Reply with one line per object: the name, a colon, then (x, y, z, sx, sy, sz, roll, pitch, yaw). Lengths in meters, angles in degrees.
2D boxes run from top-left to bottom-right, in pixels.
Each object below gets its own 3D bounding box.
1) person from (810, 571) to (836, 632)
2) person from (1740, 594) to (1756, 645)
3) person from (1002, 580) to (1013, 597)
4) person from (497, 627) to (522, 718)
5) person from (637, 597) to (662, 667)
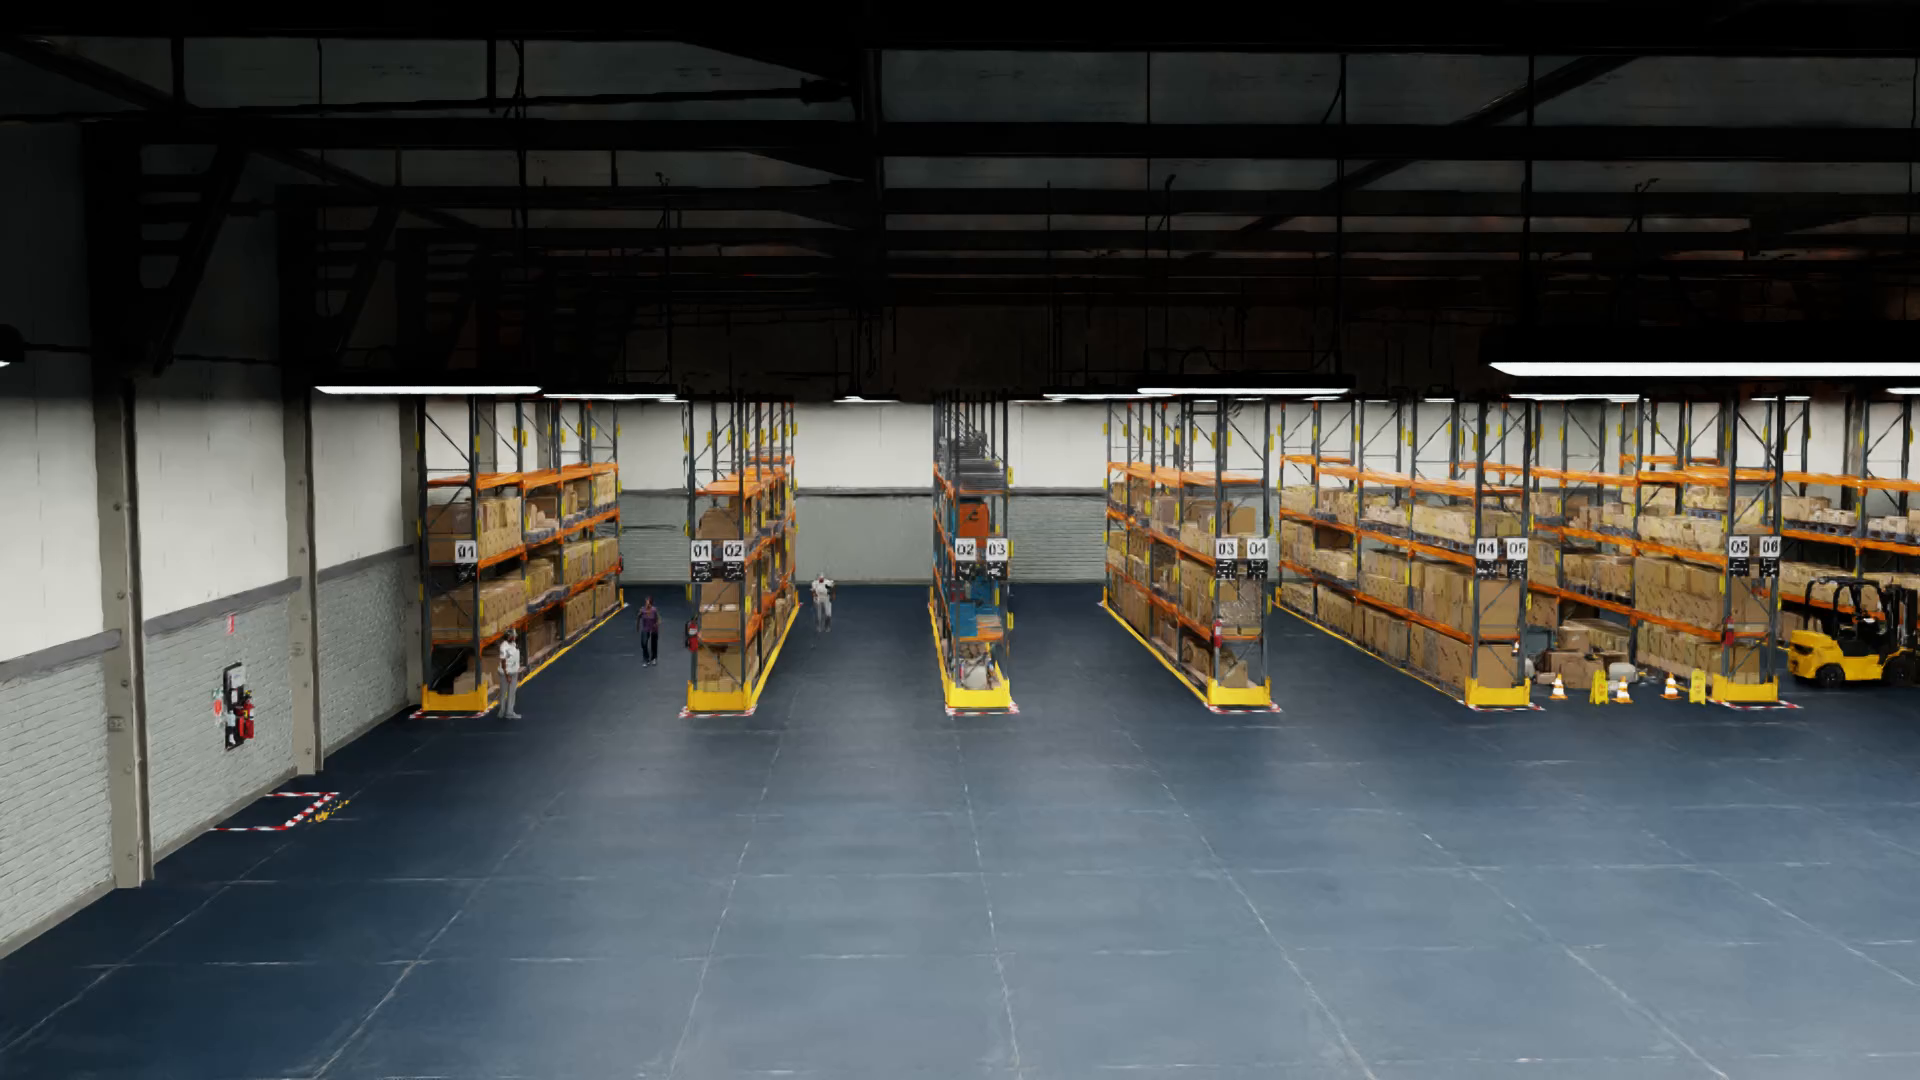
person: (-3.434, 1.545, 41.601, 0.601, 1.581, 0.871, 0, 5, 4)
person: (16.842, 1.991, 35.566, 0.398, 1.679, 0.588, 3, 6, 34)
person: (1.176, 0.833, 49.413, 0.739, 1.739, 0.586, 4, 6, 38)
person: (-8.260, 2.413, 30.340, 0.482, 1.684, 0.445, 3, 5, 31)
person: (-6.799, 1.988, 36.420, 0.562, 1.533, 0.797, -1, 5, -8)
